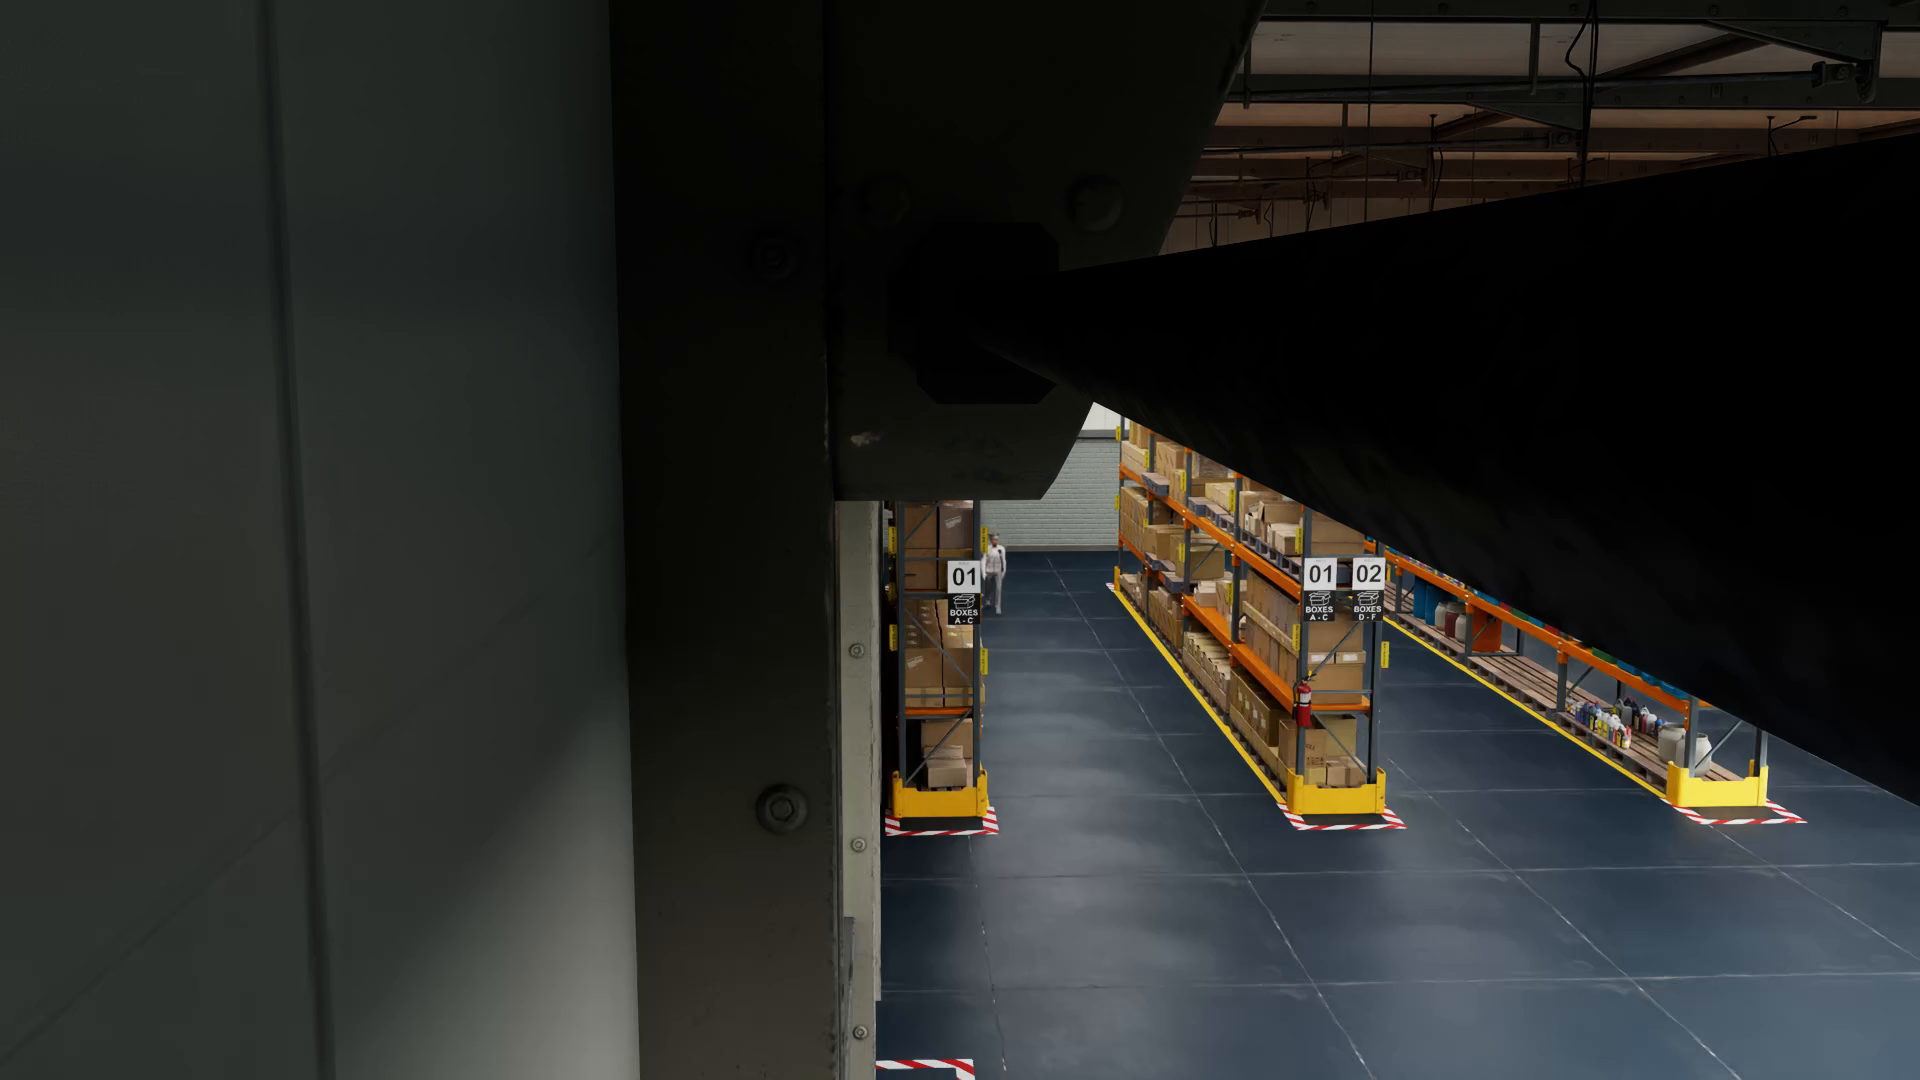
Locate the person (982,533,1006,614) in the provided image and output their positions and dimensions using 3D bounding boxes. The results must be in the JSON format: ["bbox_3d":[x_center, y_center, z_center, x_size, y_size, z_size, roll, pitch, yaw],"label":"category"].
[{"bbox_3d":[0.692,0.638,33.863,0.507,1.621,1.049,-1,8,-3],"label":"person"}]
